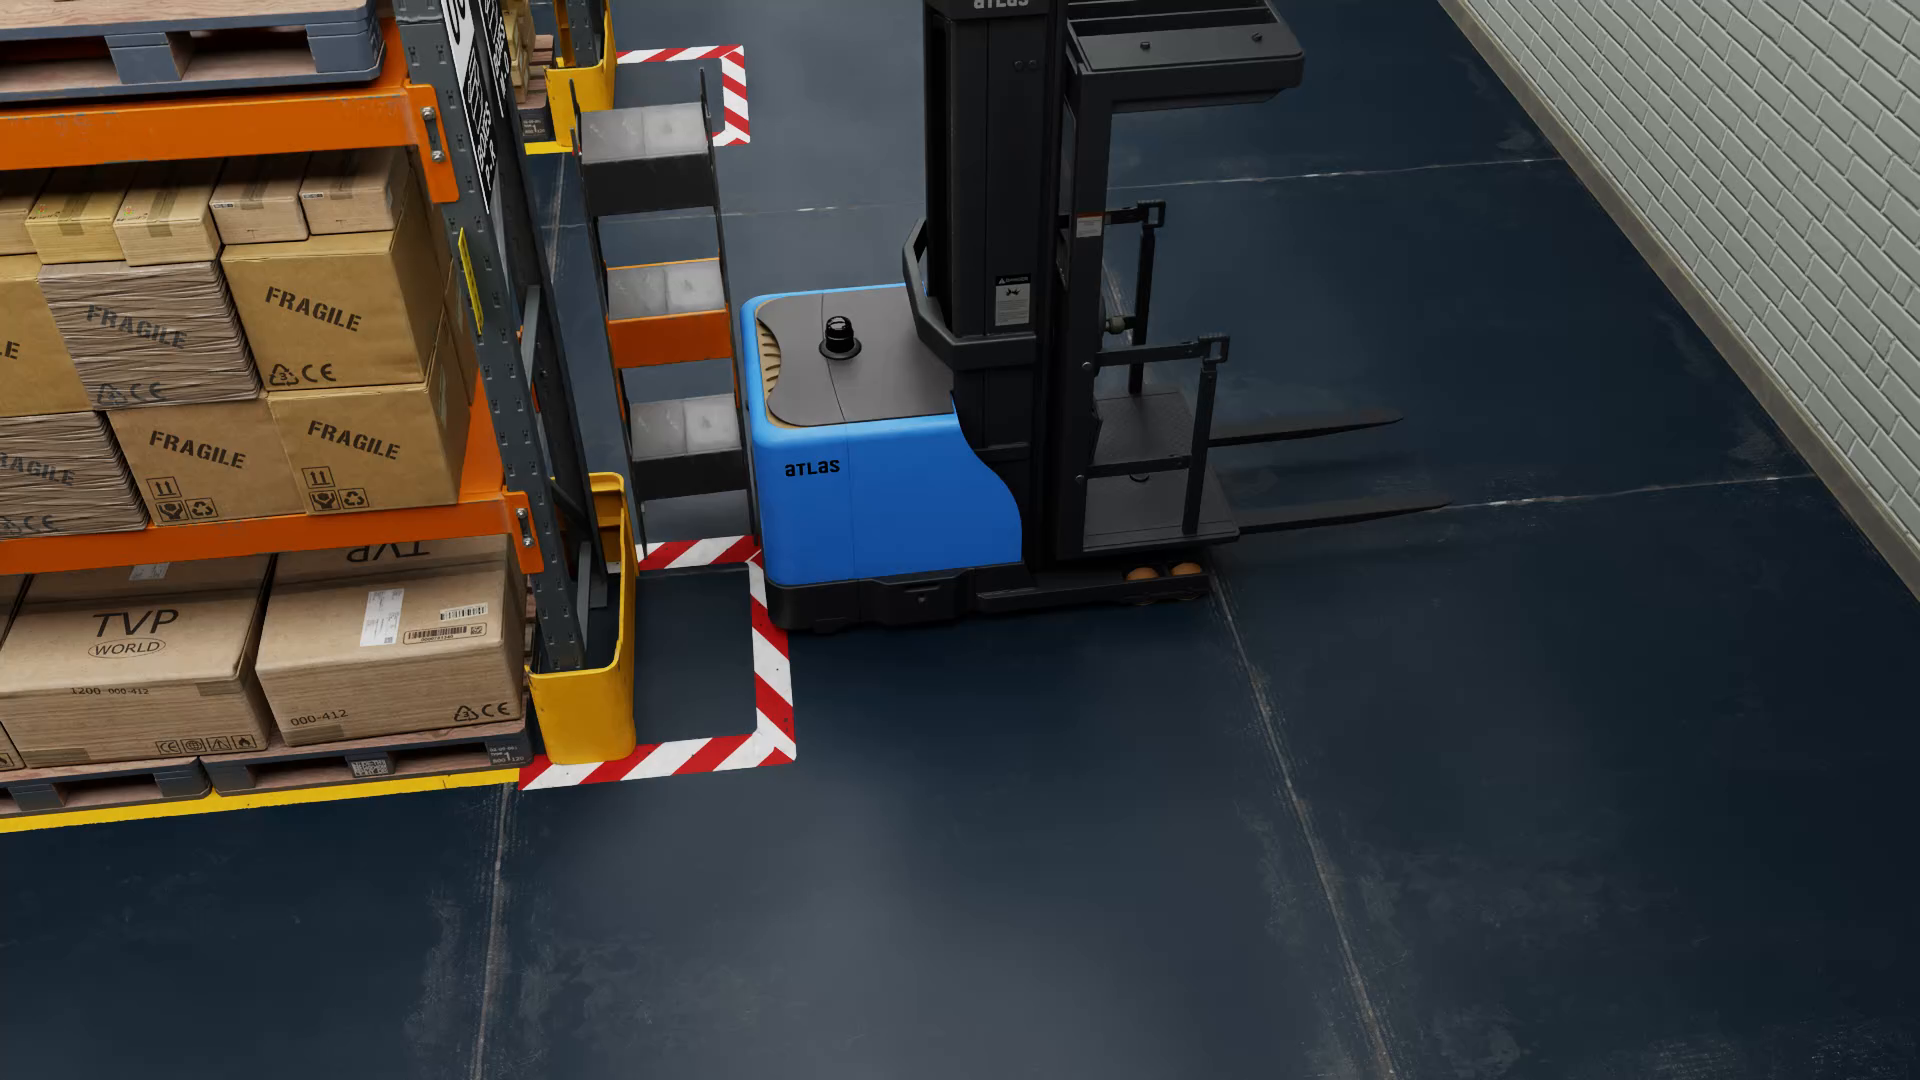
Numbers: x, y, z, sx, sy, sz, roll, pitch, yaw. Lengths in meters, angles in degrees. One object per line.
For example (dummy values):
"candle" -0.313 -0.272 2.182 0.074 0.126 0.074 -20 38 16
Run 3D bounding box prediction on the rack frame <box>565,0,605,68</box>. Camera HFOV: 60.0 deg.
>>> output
"rack frame" -2.284 -3.908 9.559 0.127 3.000 1.000 -5 42 -6

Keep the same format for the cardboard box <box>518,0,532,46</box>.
"cardboard box" -2.837 -3.241 10.412 0.250 0.149 0.380 -3 42 -4

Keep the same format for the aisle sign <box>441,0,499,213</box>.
"aisle sign" -1.430 -1.395 4.832 0.004 0.787 0.394 -5 42 -6

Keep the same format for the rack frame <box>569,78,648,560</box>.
"rack frame" -1.428 -0.826 6.813 0.015 2.100 0.400 -7 42 -8

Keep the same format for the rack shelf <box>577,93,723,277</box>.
"rack shelf" -1.188 -1.365 6.385 0.480 0.518 0.431 -7 42 -8

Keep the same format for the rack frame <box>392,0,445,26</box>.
"rack frame" -1.542 -2.857 3.914 0.127 3.000 1.000 -5 42 -6

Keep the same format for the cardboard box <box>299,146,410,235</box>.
"cardboard box" -1.872 -1.115 5.156 0.250 0.149 0.380 -4 42 -5

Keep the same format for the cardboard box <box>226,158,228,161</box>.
"cardboard box" -2.566 -1.136 5.664 0.500 0.500 0.500 -6 42 -7

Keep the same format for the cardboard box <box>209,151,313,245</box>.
"cardboard box" -2.120 -1.077 5.114 0.250 0.149 0.380 -4 42 -5

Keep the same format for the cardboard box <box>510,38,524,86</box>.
"cardboard box" -2.770 -2.881 10.012 0.250 0.149 0.380 -6 42 -7

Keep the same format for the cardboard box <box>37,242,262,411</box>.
"cardboard box" -2.503 -0.773 5.262 0.500 0.500 0.500 -5 42 -5

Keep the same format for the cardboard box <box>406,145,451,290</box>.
"cardboard box" -2.055 -1.186 5.719 0.500 0.500 0.500 -6 42 -6

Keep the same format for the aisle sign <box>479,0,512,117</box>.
"aisle sign" -1.508 -1.794 5.273 0.004 0.787 0.394 -5 42 -6

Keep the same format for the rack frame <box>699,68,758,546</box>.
"rack frame" -0.947 -0.884 6.877 0.015 2.100 0.400 -7 42 -8

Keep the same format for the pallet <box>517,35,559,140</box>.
"pallet" -3.169 -2.819 10.433 1.213 0.211 1.003 -5 42 -6

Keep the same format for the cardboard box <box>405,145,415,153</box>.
"cardboard box" -1.930 -1.432 5.508 0.250 0.149 0.380 -4 42 -5

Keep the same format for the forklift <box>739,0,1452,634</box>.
"forklift" 0.622 -1.154 6.556 3.031 2.935 1.130 -6 42 -7

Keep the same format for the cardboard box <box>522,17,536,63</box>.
"cardboard box" -2.845 -3.173 10.558 0.250 0.149 0.380 -4 42 -5

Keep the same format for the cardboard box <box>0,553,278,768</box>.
"cardboard box" -3.090 0.375 6.410 0.875 0.438 0.875 -4 42 -4

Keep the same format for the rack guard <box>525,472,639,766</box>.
"rack guard" -1.518 0.296 6.763 0.348 0.500 1.175 -5 42 -6

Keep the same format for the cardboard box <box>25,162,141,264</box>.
"cardboard box" -2.621 -1.004 5.033 0.250 0.149 0.380 -4 42 -5

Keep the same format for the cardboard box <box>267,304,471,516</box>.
"cardboard box" -1.986 -0.449 5.649 0.500 0.500 0.500 -5 42 -5

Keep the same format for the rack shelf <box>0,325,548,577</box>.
"rack shelf" -3.525 -0.189 5.972 4.000 0.370 1.077 -5 42 -6

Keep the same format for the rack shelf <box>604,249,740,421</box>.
"rack shelf" -1.188 -0.845 6.854 0.480 0.518 0.431 -7 42 -8

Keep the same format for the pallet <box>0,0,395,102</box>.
"pallet" -2.276 -1.639 4.870 1.213 0.211 1.003 -5 42 -6

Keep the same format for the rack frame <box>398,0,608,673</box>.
"rack frame" -1.542 -0.630 5.924 0.127 3.000 1.000 -5 42 -6

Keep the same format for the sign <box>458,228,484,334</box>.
"sign" -1.485 -0.786 5.056 0.005 0.325 0.100 -5 42 -6

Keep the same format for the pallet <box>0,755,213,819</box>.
"pallet" -3.532 0.631 6.608 1.213 0.211 1.003 -5 42 -6

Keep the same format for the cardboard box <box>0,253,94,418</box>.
"cardboard box" -2.994 -0.732 5.216 0.500 0.500 0.500 -5 42 -6

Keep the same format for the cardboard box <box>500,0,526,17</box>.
"cardboard box" -2.847 -3.407 10.373 0.250 0.149 0.380 -7 42 -7

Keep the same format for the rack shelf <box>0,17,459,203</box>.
"rack shelf" -3.525 -1.303 4.967 4.000 0.370 1.077 -5 42 -6

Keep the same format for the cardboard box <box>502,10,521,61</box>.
"cardboard box" -2.776 -3.012 9.936 0.250 0.149 0.380 -5 42 -5

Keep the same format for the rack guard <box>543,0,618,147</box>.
"rack guard" -2.359 -2.974 10.389 0.348 0.500 1.175 -5 42 -6

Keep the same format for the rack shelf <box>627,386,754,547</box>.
"rack shelf" -1.187 -0.325 7.323 0.480 0.518 0.431 -7 42 -8

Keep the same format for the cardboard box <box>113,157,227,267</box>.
"cardboard box" -2.365 -0.999 5.027 0.250 0.149 0.380 -5 42 -6

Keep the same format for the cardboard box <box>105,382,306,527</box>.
"cardboard box" -2.485 -0.416 5.612 0.500 0.500 0.500 -6 42 -6

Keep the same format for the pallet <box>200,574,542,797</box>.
"pallet" -2.325 0.527 6.723 1.213 0.211 1.003 -5 42 -6

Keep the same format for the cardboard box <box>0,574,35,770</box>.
"cardboard box" -3.984 0.452 6.324 0.875 0.438 0.875 -6 42 -7

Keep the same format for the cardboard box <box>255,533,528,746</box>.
"cardboard box" -2.183 0.289 6.504 0.875 0.438 0.875 -6 42 -7

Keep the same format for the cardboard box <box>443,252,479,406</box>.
"cardboard box" -2.055 -0.816 6.055 0.500 0.500 0.500 -5 42 -6

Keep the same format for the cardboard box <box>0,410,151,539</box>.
"cardboard box" -2.994 -0.364 5.555 0.500 0.500 0.500 -4 42 -4

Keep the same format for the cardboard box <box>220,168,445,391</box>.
"cardboard box" -1.989 -0.838 5.334 0.500 0.500 0.500 -4 42 -4

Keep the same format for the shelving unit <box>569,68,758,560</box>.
"shelving unit" -1.188 -0.855 6.845 0.503 2.100 0.431 -7 42 -8

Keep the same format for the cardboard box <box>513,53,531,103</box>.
"cardboard box" -2.779 -2.822 10.169 0.250 0.149 0.380 -4 42 -5

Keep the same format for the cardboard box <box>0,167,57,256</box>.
"cardboard box" -2.889 -1.028 5.060 0.250 0.149 0.380 -5 42 -6
